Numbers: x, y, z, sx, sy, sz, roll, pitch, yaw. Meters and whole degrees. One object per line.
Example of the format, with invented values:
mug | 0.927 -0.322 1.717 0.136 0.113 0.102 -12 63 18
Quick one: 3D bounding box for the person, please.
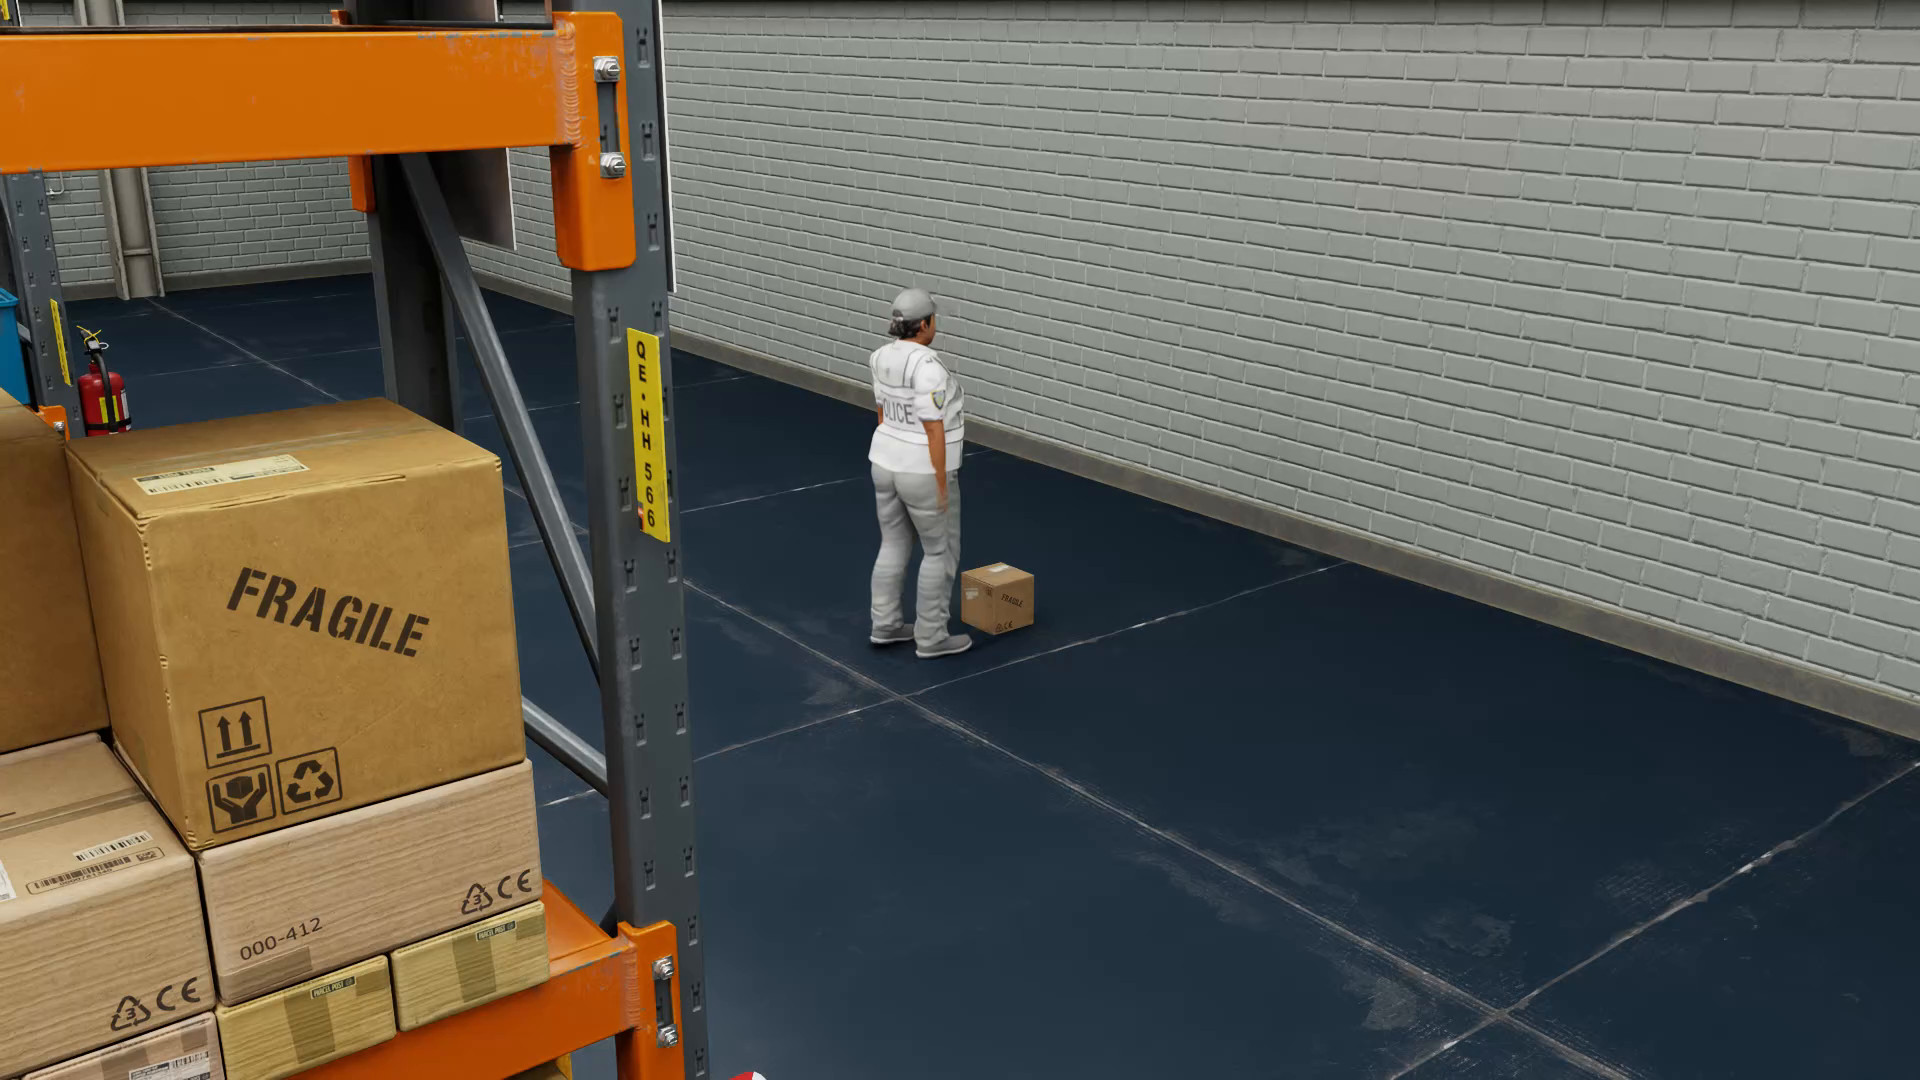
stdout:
person | -0.190 -0.298 7.492 0.393 1.672 0.472 -13 22 -35
